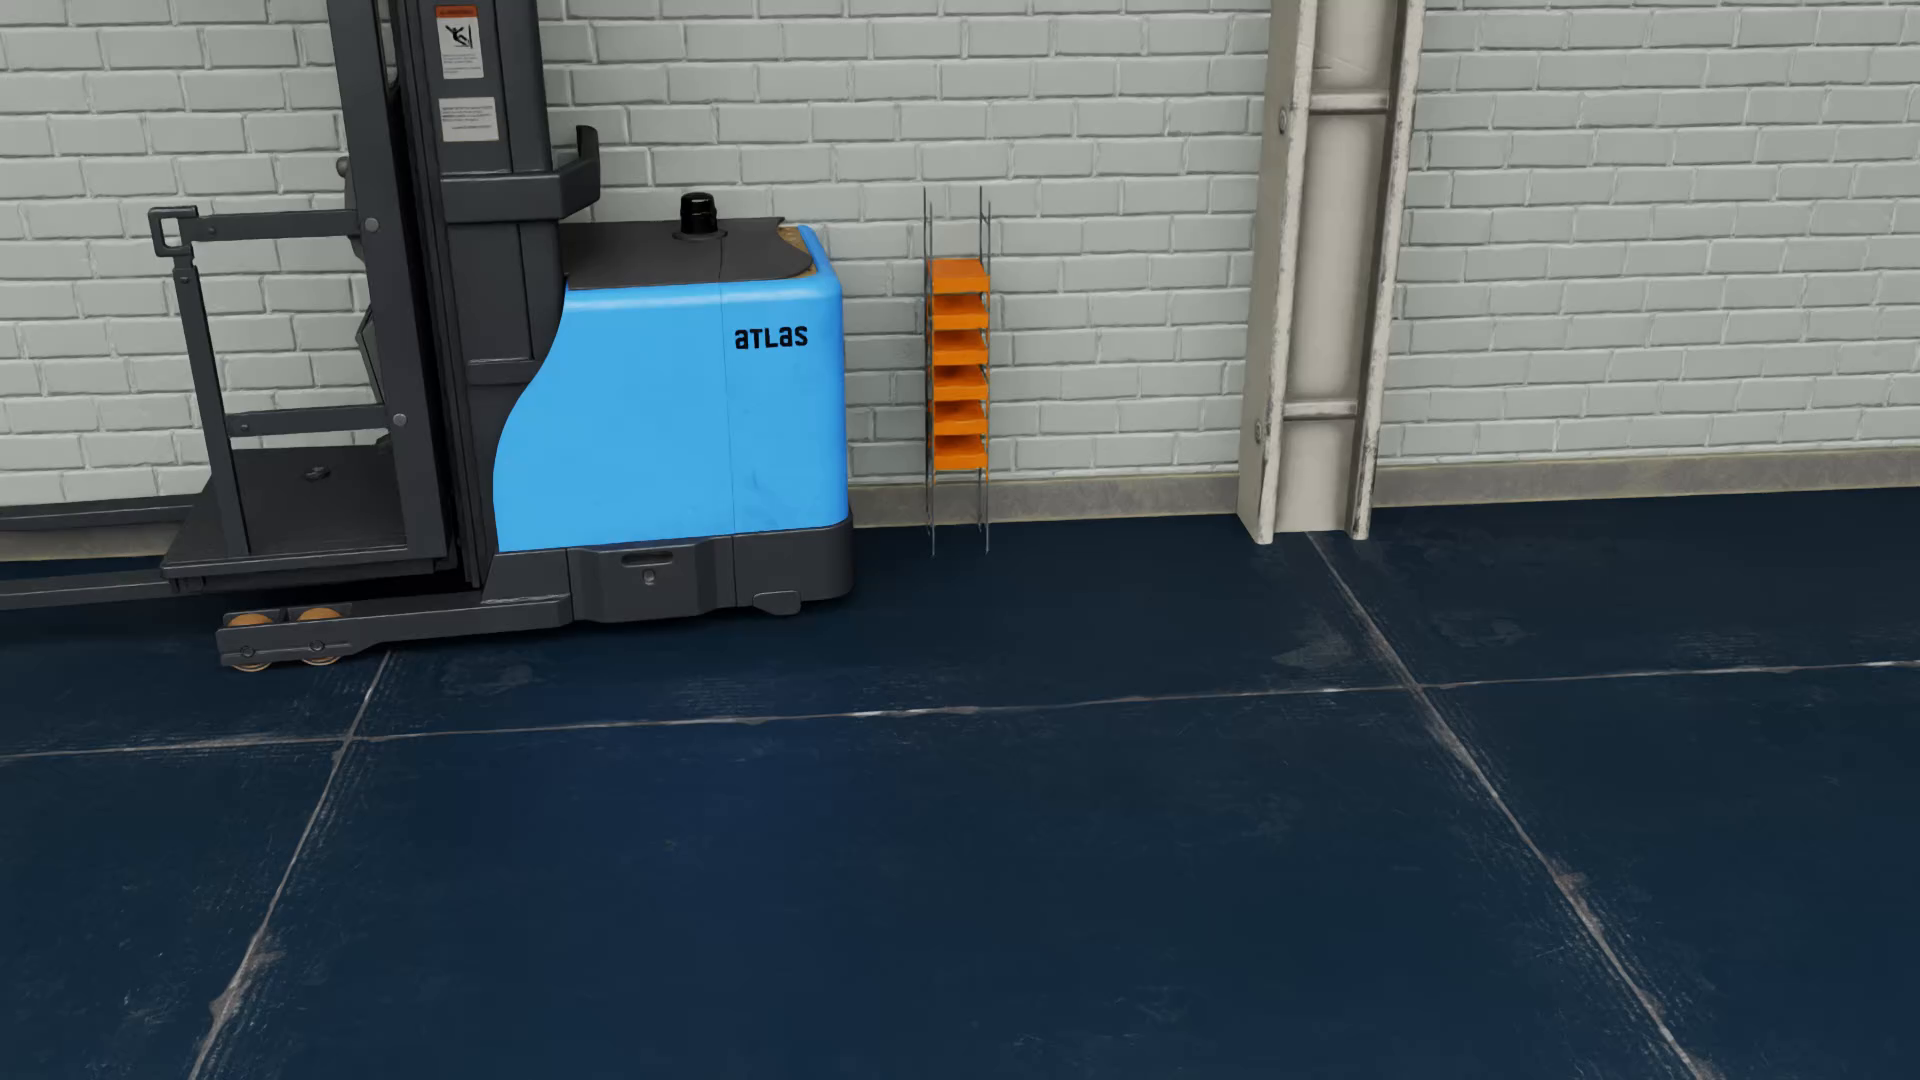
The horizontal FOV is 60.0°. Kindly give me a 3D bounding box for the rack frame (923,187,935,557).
[{"bbox_3d":[-0.102,-0.540,5.488,0.006,1.200,0.240,-3,24,-6],"label":"rack frame"}]

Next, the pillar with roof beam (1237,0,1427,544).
[{"bbox_3d":[1.626,-2.429,0.135,0.400,9.000,9.100,-2,24,-5],"label":"pillar with roof beam"}]

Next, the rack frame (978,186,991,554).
[{"bbox_3d":[0.080,-0.548,5.507,0.006,1.200,0.240,-3,24,-6],"label":"rack frame"}]

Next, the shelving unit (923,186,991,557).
[{"bbox_3d":[-0.011,-0.544,5.497,0.189,1.200,0.258,-3,24,-6],"label":"shelving unit"}]

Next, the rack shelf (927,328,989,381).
[{"bbox_3d":[-0.011,-0.613,5.466,0.180,0.103,0.258,-3,24,-6],"label":"rack shelf"}]

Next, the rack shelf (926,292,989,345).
[{"bbox_3d":[-0.011,-0.723,5.418,0.180,0.103,0.258,-3,24,-6],"label":"rack shelf"}]

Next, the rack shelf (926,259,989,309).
[{"bbox_3d":[-0.011,-0.833,5.369,0.180,0.103,0.258,-3,24,-6],"label":"rack shelf"}]

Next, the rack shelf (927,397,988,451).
[{"bbox_3d":[-0.011,-0.394,5.564,0.180,0.103,0.258,-3,24,-6],"label":"rack shelf"}]

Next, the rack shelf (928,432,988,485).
[{"bbox_3d":[-0.011,-0.284,5.613,0.180,0.103,0.258,-3,24,-6],"label":"rack shelf"}]

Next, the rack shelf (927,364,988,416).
[{"bbox_3d":[-0.011,-0.504,5.515,0.180,0.103,0.258,-3,24,-6],"label":"rack shelf"}]

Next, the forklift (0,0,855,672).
[{"bbox_3d":[-1.902,-1.186,4.811,3.031,2.935,1.130,-5,24,-10],"label":"forklift"}]
